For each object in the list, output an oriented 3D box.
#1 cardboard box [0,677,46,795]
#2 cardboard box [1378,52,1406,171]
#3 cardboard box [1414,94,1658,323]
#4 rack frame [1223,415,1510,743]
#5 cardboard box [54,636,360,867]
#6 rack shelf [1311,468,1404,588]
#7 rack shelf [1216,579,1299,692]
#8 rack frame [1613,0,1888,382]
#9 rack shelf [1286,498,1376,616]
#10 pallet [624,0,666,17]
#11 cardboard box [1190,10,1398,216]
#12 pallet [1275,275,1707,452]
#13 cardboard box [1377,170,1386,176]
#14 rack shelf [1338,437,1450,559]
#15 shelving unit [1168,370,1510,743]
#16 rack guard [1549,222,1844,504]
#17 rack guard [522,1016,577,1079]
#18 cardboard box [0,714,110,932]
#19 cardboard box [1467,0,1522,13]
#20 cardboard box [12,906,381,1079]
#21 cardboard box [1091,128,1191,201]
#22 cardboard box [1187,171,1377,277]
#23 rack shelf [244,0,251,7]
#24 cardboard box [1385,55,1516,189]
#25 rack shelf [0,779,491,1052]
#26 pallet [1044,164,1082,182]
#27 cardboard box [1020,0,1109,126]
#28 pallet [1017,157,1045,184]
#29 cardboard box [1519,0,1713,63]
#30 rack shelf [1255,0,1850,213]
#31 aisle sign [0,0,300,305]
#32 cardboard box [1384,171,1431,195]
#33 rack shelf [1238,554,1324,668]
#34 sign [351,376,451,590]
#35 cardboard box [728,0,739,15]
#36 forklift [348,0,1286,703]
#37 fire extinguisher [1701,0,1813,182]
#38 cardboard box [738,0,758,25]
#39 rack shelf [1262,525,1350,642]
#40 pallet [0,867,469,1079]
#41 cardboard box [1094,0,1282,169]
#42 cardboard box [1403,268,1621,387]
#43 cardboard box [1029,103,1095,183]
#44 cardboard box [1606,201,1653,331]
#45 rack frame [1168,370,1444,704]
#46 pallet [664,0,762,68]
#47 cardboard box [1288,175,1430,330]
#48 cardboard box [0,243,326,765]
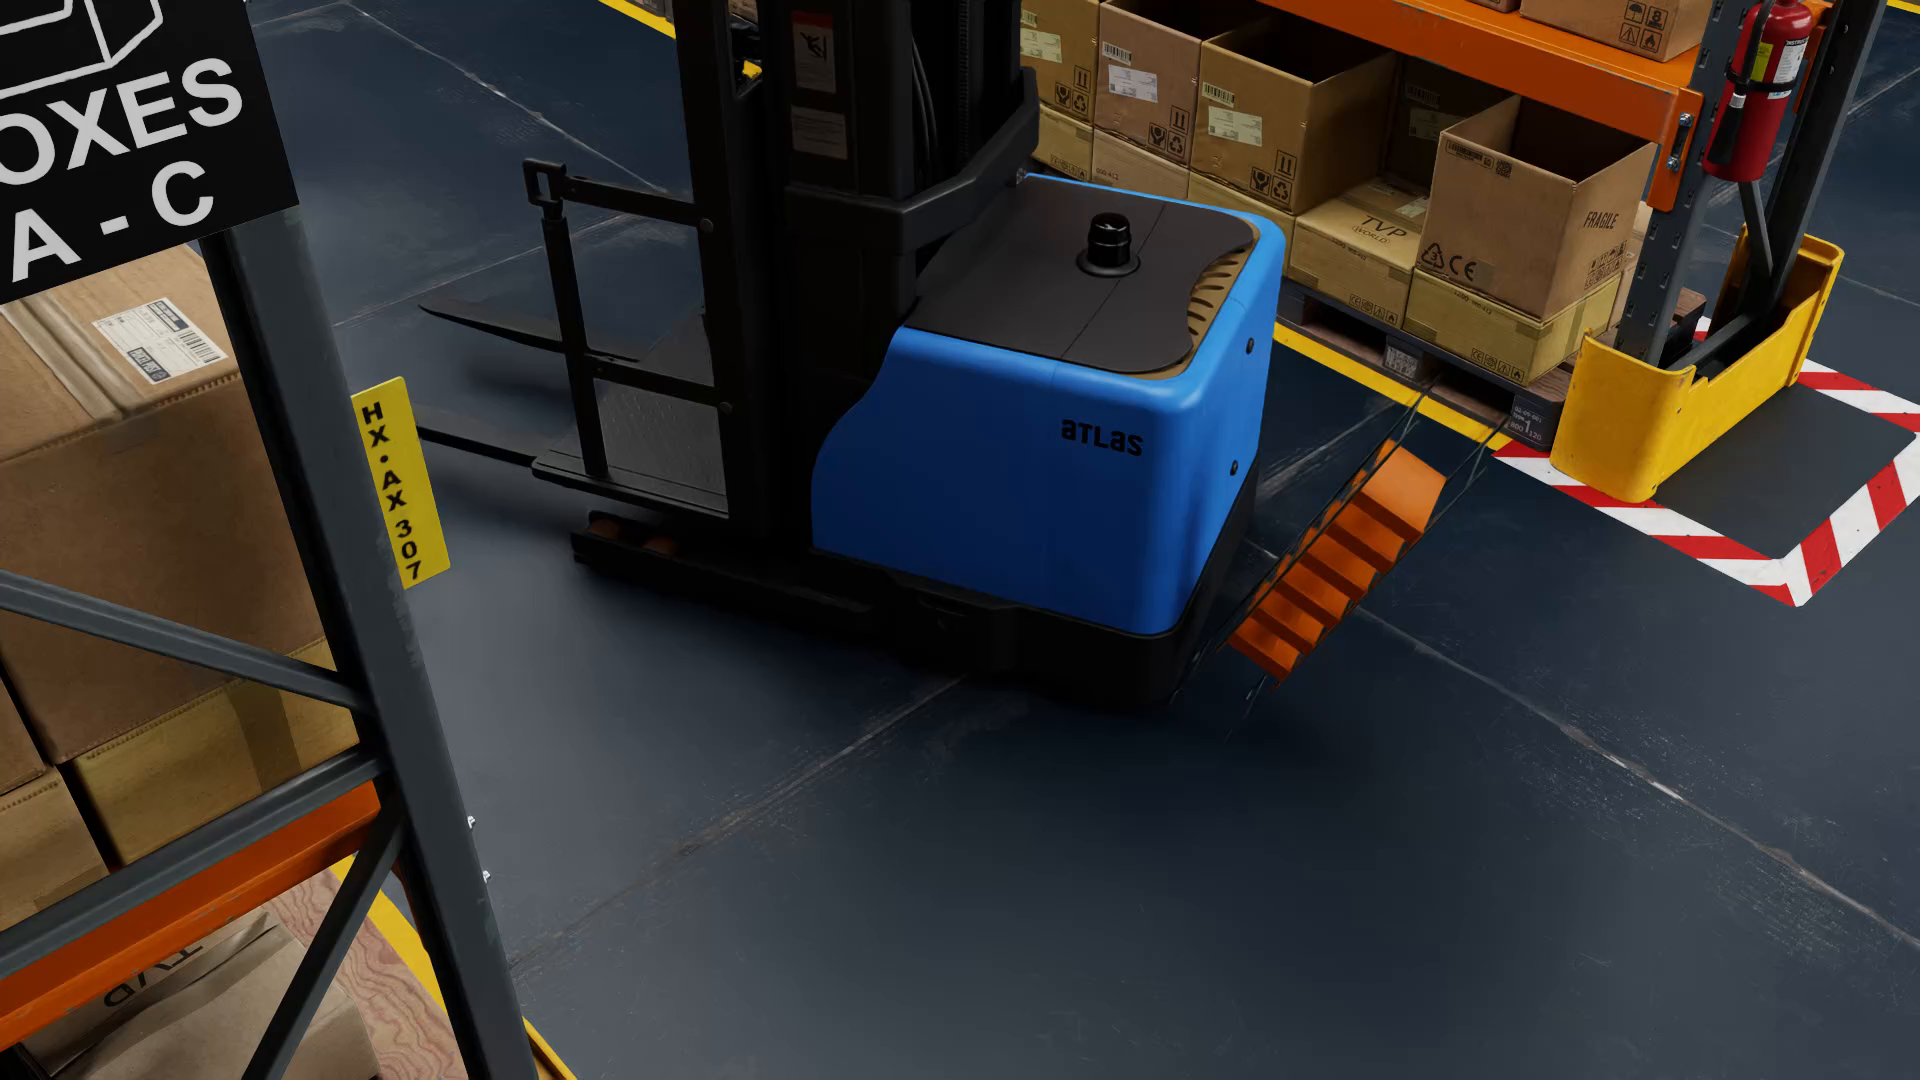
[{"bbox_3d":[-1.643,0.131,2.207,0.500,0.500,0.500,-31,48,-32],"label":"cardboard box"},{"bbox_3d":[1.593,-1.791,6.338,0.500,0.500,0.500,-30,48,-32],"label":"cardboard box"},{"bbox_3d":[1.897,-1.114,5.499,0.500,0.500,0.500,-30,48,-32],"label":"cardboard box"},{"bbox_3d":[1.000,0.134,4.212,0.006,1.200,0.240,35,46,3],"label":"rack frame"},{"bbox_3d":[-1.264,0.190,2.731,0.500,0.250,0.500,-31,48,-33],"label":"cardboard box"},{"bbox_3d":[0.998,-0.035,4.077,0.180,0.103,0.258,35,46,3],"label":"rack shelf"},{"bbox_3d":[0.820,0.249,4.420,0.180,0.103,0.258,35,46,3],"label":"rack shelf"},{"bbox_3d":[2.479,-1.607,4.852,1.000,3.000,0.127,-30,48,-32],"label":"rack frame"},{"bbox_3d":[0.954,0.036,4.163,0.180,0.103,0.258,35,46,3],"label":"rack shelf"},{"bbox_3d":[-1.583,-3.262,9.121,1.003,0.211,1.213,-30,48,-32],"label":"pallet"},{"bbox_3d":[1.210,-1.571,6.065,0.500,0.500,0.500,-30,48,-32],"label":"cardboard box"},{"bbox_3d":[1.931,-0.858,6.144,1.003,0.211,1.213,-30,48,-32],"label":"pallet"},{"bbox_3d":[1.601,-1.505,6.580,0.500,0.250,0.500,-30,48,-32],"label":"cardboard box"},{"bbox_3d":[1.043,-0.106,3.992,0.180,0.103,0.258,35,46,3],"label":"rack shelf"},{"bbox_3d":[0.926,0.081,4.217,0.189,1.200,0.258,35,46,3],"label":"shelving unit"},{"bbox_3d":[2.495,-0.623,5.624,1.175,0.500,0.348,-30,48,-32],"label":"rack guard"},{"bbox_3d":[-1.219,1.437,3.073,1.175,0.500,0.348,-30,48,-32],"label":"rack guard"},{"bbox_3d":[-1.626,0.417,2.450,0.500,0.250,0.500,-29,47,-31],"label":"cardboard box"},{"bbox_3d":[1.814,-2.108,5.393,0.700,0.500,0.500,-29,47,-31],"label":"cardboard box"},{"bbox_3d":[-1.569,1.016,3.394,0.500,0.311,0.500,29,47,31],"label":"cardboard box"},{"bbox_3d":[0.875,-1.512,6.589,0.500,0.250,0.500,-30,48,-32],"label":"cardboard box"},{"bbox_3d":[1.212,-1.280,6.302,0.500,0.250,0.500,-30,48,-32],"label":"cardboard box"},{"bbox_3d":[-2.520,-1.313,2.673,1.077,0.370,4.000,-30,48,-32],"label":"rack shelf"},{"bbox_3d":[1.940,-1.566,6.058,0.500,0.500,0.500,-30,48,-32],"label":"cardboard box"},{"bbox_3d":[-2.520,-0.146,3.616,1.077,0.370,4.000,-30,48,-32],"label":"rack shelf"},{"bbox_3d":[1.110,-1.423,6.843,1.003,0.211,1.213,-30,48,-32],"label":"pallet"},{"bbox_3d":[0.533,-2.033,6.637,0.500,0.500,0.500,-30,48,-32],"label":"cardboard box"},{"bbox_3d":[0.280,-1.987,7.543,1.003,0.211,1.213,-30,48,-32],"label":"pallet"},{"bbox_3d":[2.172,-1.867,5.095,0.700,0.500,0.500,-30,48,-32],"label":"cardboard box"},{"bbox_3d":[1.126,-2.253,6.224,1.077,0.370,4.000,-30,48,-32],"label":"rack shelf"},{"bbox_3d":[-0.898,-0.606,1.543,0.394,0.787,0.004,-30,48,-32],"label":"aisle sign"},{"bbox_3d":[1.939,-1.273,6.293,0.500,0.250,0.500,-30,48,-32],"label":"cardboard box"},{"bbox_3d":[0.864,0.178,4.335,0.180,0.103,0.258,35,46,3],"label":"rack shelf"},{"bbox_3d":[-0.768,-0.067,2.257,0.100,0.325,0.005,-30,48,-32],"label":"sign"},{"bbox_3d":[-1.061,-2.855,8.252,0.500,0.250,0.500,-31,48,-32],"label":"cardboard box"},{"bbox_3d":[-0.641,-1.282,4.505,3.031,2.935,1.130,15,41,17],"label":"forklift"},{"bbox_3d":[2.217,-1.325,4.564,0.296,0.674,0.183,-30,48,-32],"label":"fire extinguisher"},{"bbox_3d":[-0.721,-2.620,7.961,0.500,0.250,0.500,-30,48,-32],"label":"cardboard box"},{"bbox_3d":[0.909,0.107,4.249,0.180,0.103,0.258,35,46,3],"label":"rack shelf"},{"bbox_3d":[-1.742,1.159,3.647,1.003,0.211,1.213,-30,48,-32],"label":"pallet"},{"bbox_3d":[0.873,-1.802,6.352,0.500,0.500,0.500,-30,48,-32],"label":"cardboard box"},{"bbox_3d":[1.898,-0.823,5.736,0.500,0.250,0.500,-30,48,-32],"label":"cardboard box"},{"bbox_3d":[0.533,-1.741,6.873,0.500,0.250,0.500,-30,48,-32],"label":"cardboard box"},{"bbox_3d":[2.280,-1.043,6.009,0.500,0.250,0.500,-30,48,-32],"label":"cardboard box"},{"bbox_3d":[0.851,0.028,4.222,0.006,1.200,0.240,35,46,3],"label":"rack frame"},{"bbox_3d":[-0.754,-2.698,8.422,1.003,0.211,1.213,-30,48,-32],"label":"pallet"},{"bbox_3d":[1.551,-1.049,6.016,0.500,0.250,0.500,-30,48,-32],"label":"cardboard box"},{"bbox_3d":[-1.269,-0.090,2.481,0.500,0.500,0.500,-30,48,-32],"label":"cardboard box"}]
